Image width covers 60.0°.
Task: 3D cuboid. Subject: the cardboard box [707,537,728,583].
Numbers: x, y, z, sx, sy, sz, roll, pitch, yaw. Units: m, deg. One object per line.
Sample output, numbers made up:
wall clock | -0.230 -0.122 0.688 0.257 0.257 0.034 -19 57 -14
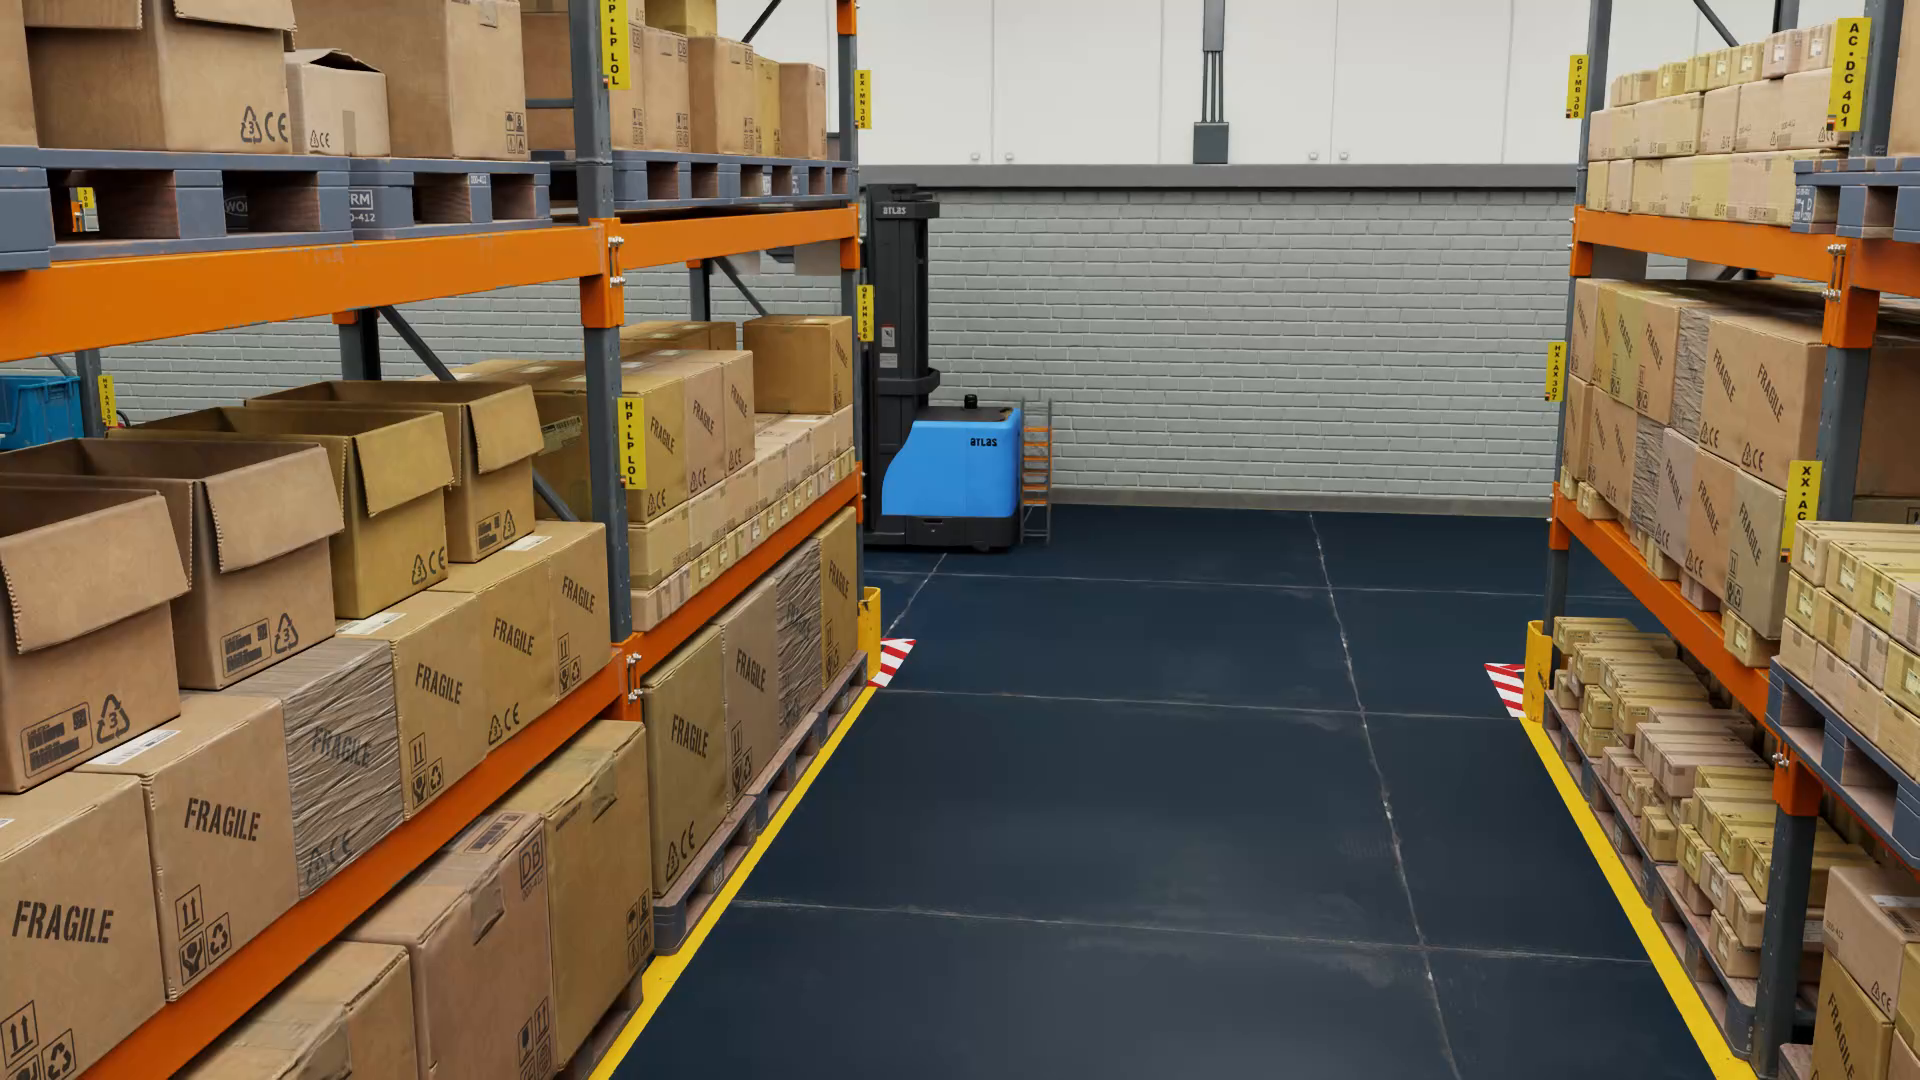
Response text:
cardboard box | -1.210 0.078 7.107 0.380 0.149 0.250 2 12 7

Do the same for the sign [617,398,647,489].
sign | -1.166 -0.341 5.897 0.100 0.325 0.005 2 12 9

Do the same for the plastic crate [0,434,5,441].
plastic crate | -5.929 -0.548 9.897 0.396 0.136 0.243 2 12 9

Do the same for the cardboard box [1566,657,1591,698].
cardboard box | 3.365 0.718 8.604 0.380 0.149 0.250 2 12 8

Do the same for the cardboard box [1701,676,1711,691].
cardboard box | 3.920 0.790 8.273 0.380 0.149 0.250 1 12 6

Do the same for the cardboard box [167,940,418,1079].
cardboard box | -2.047 1.508 3.922 1.225 0.875 0.875 2 12 9

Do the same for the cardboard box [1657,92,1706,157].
cardboard box | 3.228 -1.716 6.886 0.500 0.250 0.500 1 12 7

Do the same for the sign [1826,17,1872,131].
sign | 2.644 -1.383 4.943 0.100 0.325 0.005 2 12 9

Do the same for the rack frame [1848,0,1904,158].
rack frame | 3.182 -2.580 4.607 1.000 3.000 0.127 2 12 9

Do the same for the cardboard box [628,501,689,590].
cardboard box | -1.373 0.009 6.481 0.500 0.250 0.500 2 12 8

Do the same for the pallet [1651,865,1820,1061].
pallet | 3.250 1.574 6.187 1.003 0.211 1.213 2 12 9

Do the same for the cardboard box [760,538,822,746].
cardboard box | -1.248 0.496 8.617 0.875 0.875 0.875 2 12 9

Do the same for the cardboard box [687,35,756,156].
cardboard box | -1.335 -1.980 7.468 0.700 0.500 0.500 2 12 11

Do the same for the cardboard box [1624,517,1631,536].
cardboard box | 3.360 -0.078 7.833 0.380 0.149 0.250 2 12 8

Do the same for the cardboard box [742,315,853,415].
cardboard box | -0.904 -0.991 9.342 0.500 0.500 0.500 2 12 9

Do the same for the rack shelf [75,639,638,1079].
rack shelf | -2.011 0.938 4.226 1.077 0.370 4.000 2 12 9

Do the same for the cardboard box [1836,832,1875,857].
cardboard box | 3.506 1.223 6.265 0.380 0.149 0.250 2 12 8

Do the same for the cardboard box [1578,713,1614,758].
cardboard box | 3.262 0.965 8.165 0.380 0.149 0.250 2 12 9

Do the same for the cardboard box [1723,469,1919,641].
cardboard box | 2.977 0.048 5.707 0.500 0.500 0.500 2 12 9

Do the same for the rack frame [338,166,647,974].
rack frame | -1.704 0.170 6.083 1.000 3.000 0.127 2 12 9

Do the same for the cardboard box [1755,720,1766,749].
cardboard box | 3.705 0.860 7.240 0.380 0.149 0.250 2 12 9

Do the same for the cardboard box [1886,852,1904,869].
cardboard box | 3.439 1.185 5.734 0.380 0.149 0.250 2 12 11

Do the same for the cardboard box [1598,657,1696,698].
cardboard box | 3.335 0.679 8.081 0.380 0.149 0.250 1 12 6

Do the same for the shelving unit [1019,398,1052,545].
shelving unit | 0.629 -0.567 13.778 0.258 1.200 0.189 1 12 6

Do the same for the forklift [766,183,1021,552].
forklift | -1.019 -1.454 13.781 3.031 2.935 1.130 2 12 7

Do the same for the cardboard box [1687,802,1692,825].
cardboard box | 3.105 1.157 6.568 0.380 0.149 0.250 2 12 9

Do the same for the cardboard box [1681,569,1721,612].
cardboard box | 3.103 0.187 6.603 0.380 0.149 0.250 1 12 6

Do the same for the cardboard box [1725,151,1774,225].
cardboard box | 3.079 -1.255 5.934 0.500 0.250 0.500 2 12 8

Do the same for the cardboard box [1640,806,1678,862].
cardboard box | 3.064 1.232 6.925 0.380 0.149 0.250 2 12 9

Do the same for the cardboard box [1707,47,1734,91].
cardboard box | 3.133 -1.824 6.441 0.380 0.149 0.250 2 12 8

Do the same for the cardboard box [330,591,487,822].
cardboard box | -1.662 0.440 4.596 0.500 0.500 0.500 2 12 8

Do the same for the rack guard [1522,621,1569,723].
rack guard | 3.785 0.757 9.293 1.175 0.500 0.348 2 12 9

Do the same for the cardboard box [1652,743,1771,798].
cardboard box | 3.078 0.950 6.824 0.380 0.149 0.250 1 12 6

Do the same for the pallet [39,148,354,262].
pallet | -2.103 -0.740 3.633 1.003 0.211 1.213 2 12 11

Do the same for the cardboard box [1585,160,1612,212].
cardboard box | 3.475 -1.788 8.407 0.500 0.250 0.500 2 12 11

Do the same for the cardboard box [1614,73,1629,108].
cardboard box | 3.351 -2.146 7.935 0.380 0.149 0.250 2 12 9

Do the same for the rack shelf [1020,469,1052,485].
rack shelf | 0.629 -0.524 13.787 0.258 0.103 0.180 1 12 6

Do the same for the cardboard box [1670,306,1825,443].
cardboard box | 3.154 -0.651 6.579 0.500 0.500 0.500 2 12 10

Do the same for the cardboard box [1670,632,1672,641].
cardboard box | 3.966 0.535 8.747 0.380 0.149 0.250 2 12 9

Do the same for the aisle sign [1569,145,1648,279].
aisle sign | 3.512 -1.776 8.945 0.394 0.787 0.004 2 12 9

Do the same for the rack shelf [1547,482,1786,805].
rack shelf | 3.489 0.288 7.247 1.077 0.370 4.000 2 12 9

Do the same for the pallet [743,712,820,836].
pallet | -1.324 1.123 8.281 1.003 0.211 1.213 2 12 9

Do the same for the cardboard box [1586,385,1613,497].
cardboard box | 3.398 -0.478 8.148 0.500 0.500 0.500 2 12 9

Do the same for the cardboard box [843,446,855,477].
cardboard box | -0.818 -0.455 9.579 0.380 0.149 0.250 2 12 10

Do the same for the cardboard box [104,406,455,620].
cardboard box | -1.911 -0.093 4.687 0.797 0.503 0.637 2 12 9

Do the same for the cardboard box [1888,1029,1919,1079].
cardboard box | 2.726 1.624 4.273 0.500 0.500 0.500 2 12 11

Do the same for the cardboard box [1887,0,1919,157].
cardboard box | 3.015 -1.293 4.519 0.700 0.500 0.500 2 12 9

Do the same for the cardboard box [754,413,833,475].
cardboard box | -0.979 -0.519 8.933 0.500 0.250 0.500 2 12 8

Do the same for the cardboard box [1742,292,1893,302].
cardboard box | 3.823 -0.846 7.483 0.500 0.500 0.500 3 12 12

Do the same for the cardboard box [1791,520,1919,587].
cardboard box | 2.667 0.046 4.847 0.380 0.149 0.250 3 12 12

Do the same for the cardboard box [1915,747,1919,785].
cardboard box | 2.509 0.552 3.912 0.380 0.149 0.250 1 12 6

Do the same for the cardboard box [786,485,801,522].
cardboard box | -1.013 -0.188 8.342 0.380 0.149 0.250 2 12 9
